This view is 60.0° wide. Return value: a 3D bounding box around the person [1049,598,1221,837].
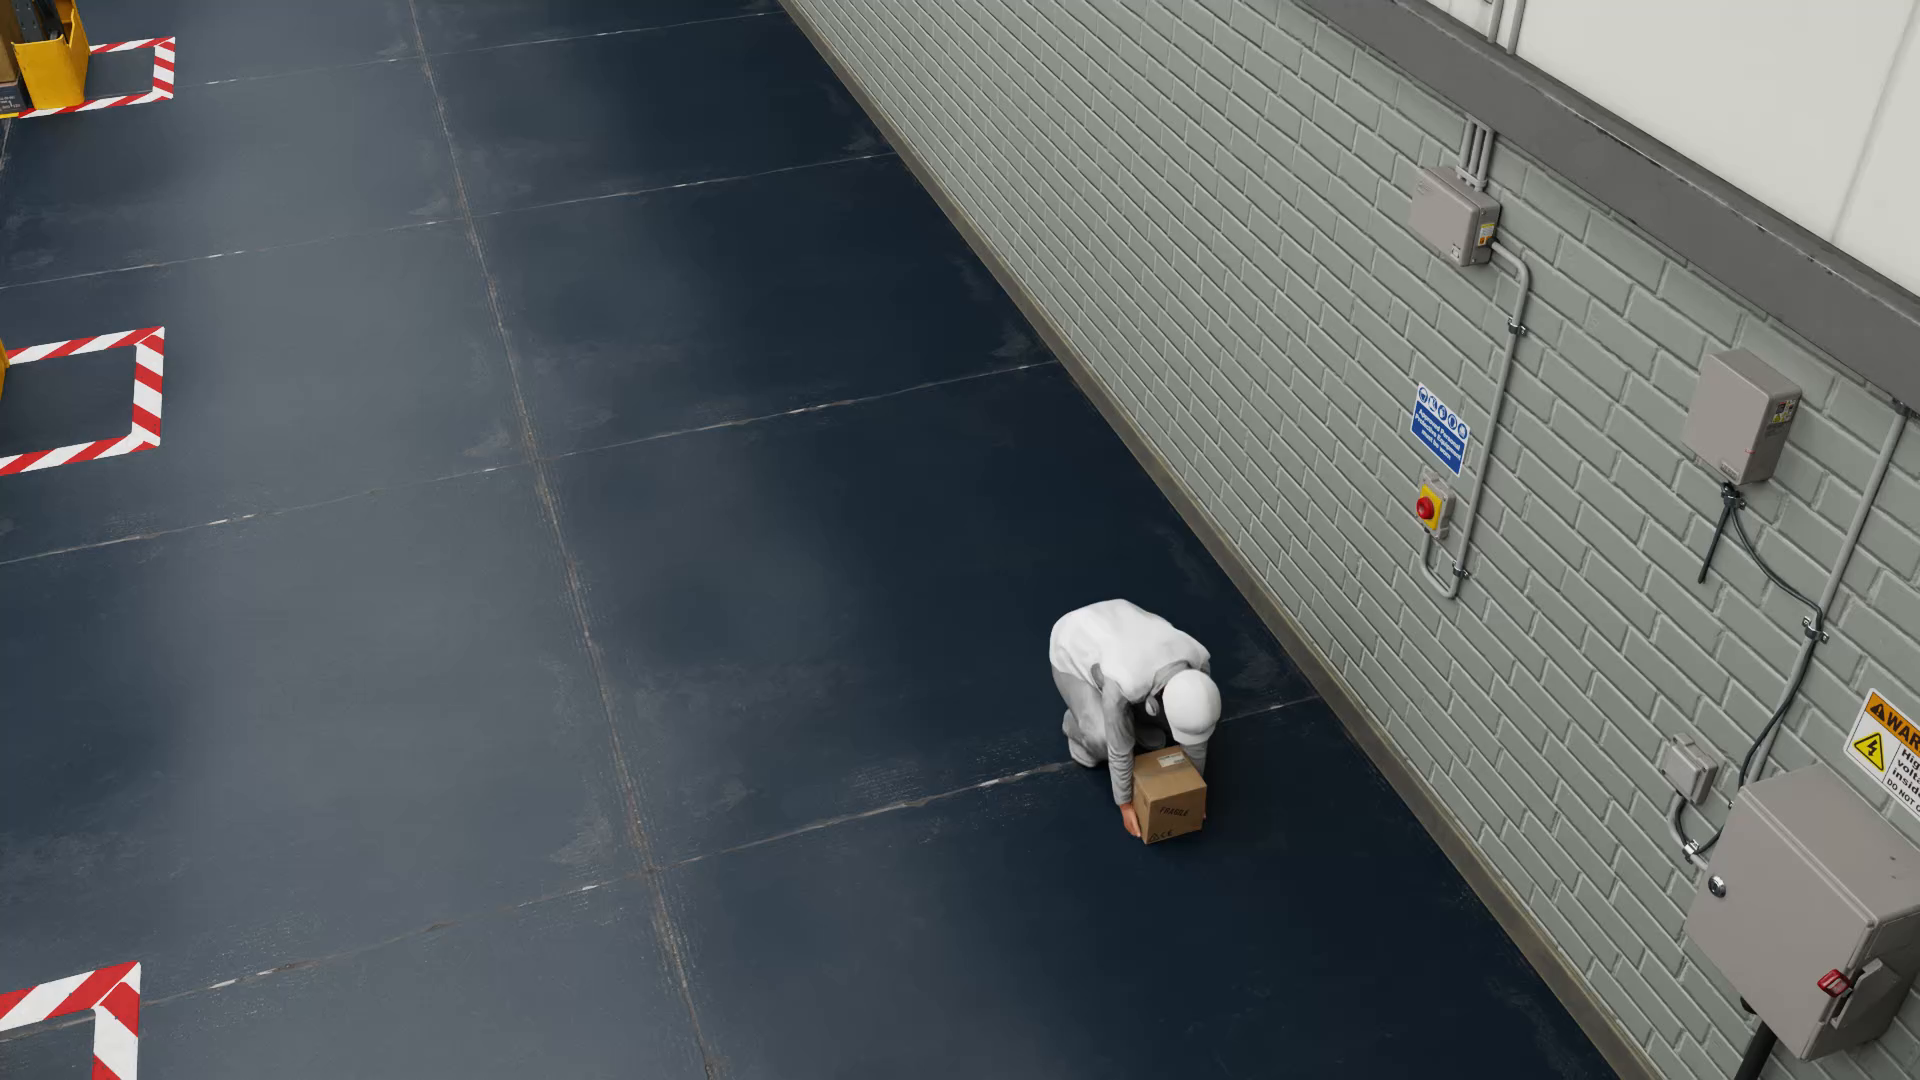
[{"bbox_3d":[0.719,0.675,6.768,0.524,0.868,0.958,-13,39,-16],"label":"person"}]
